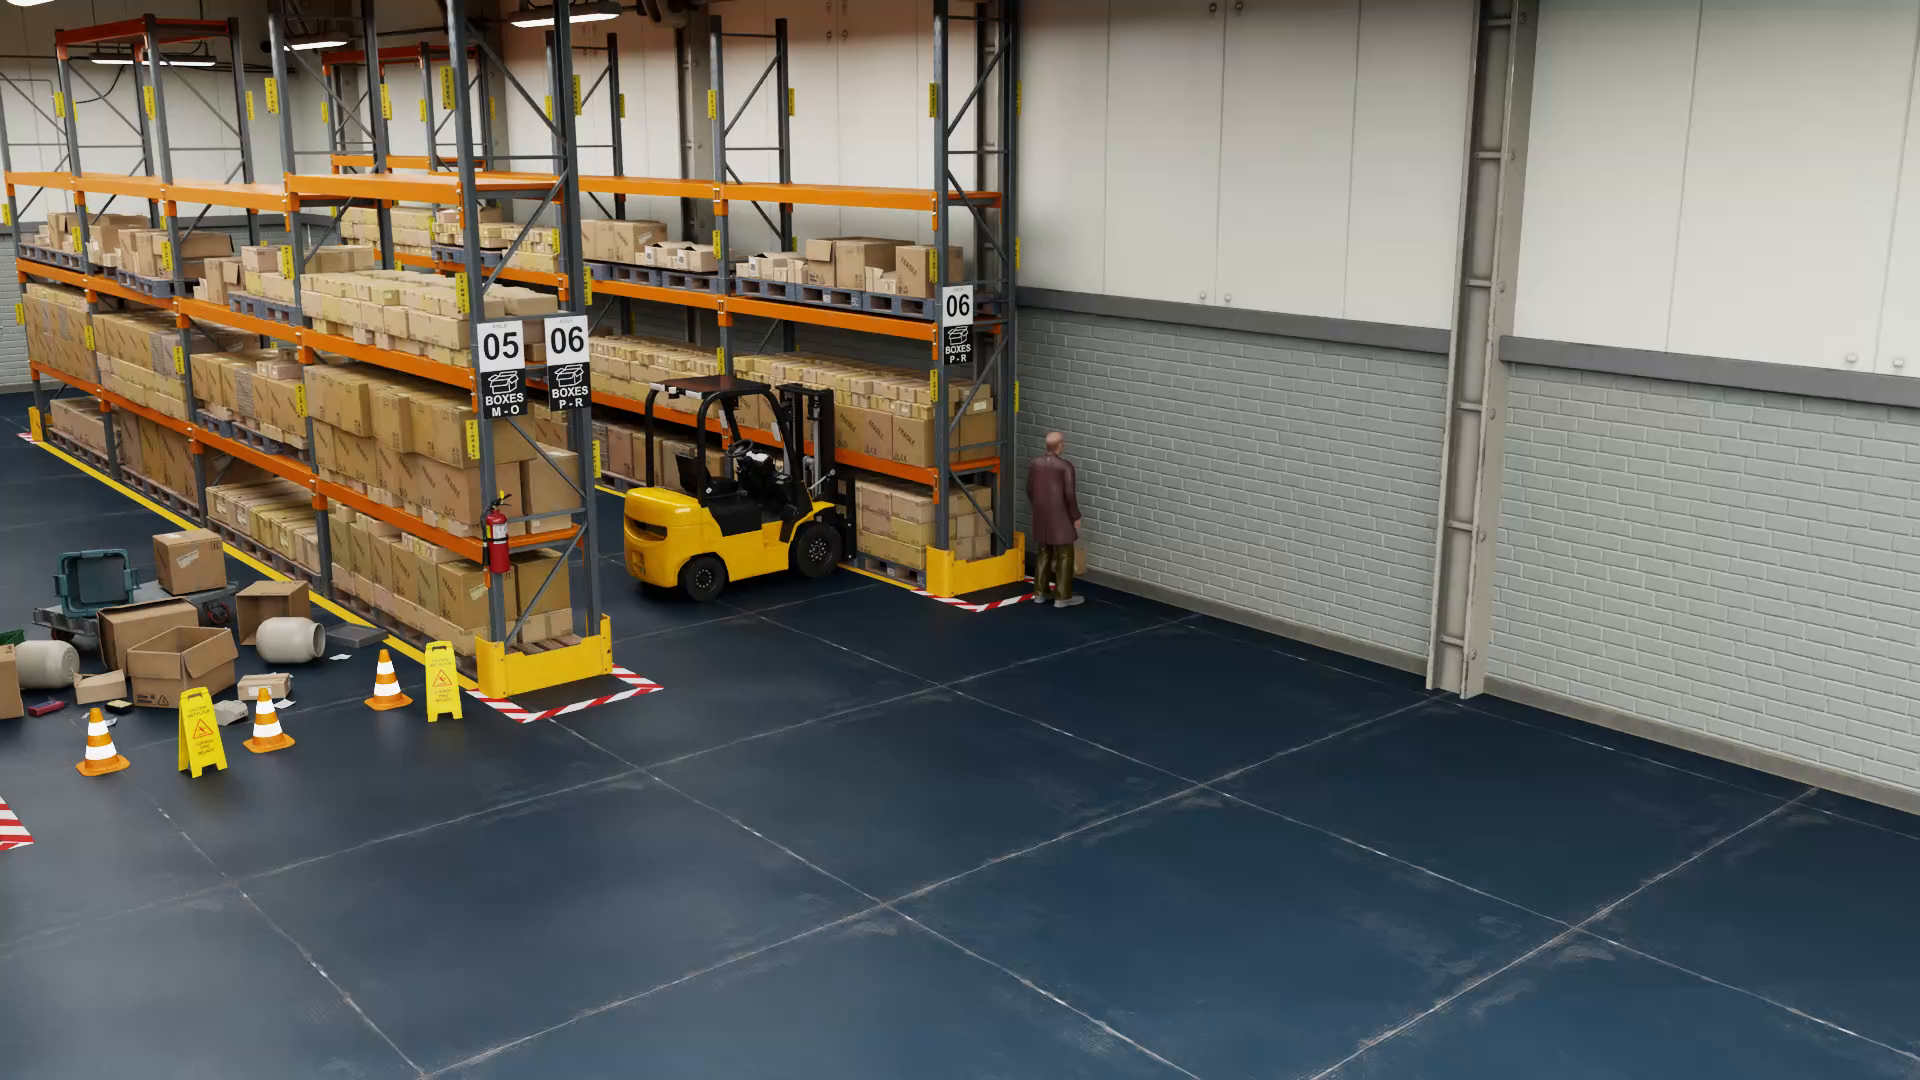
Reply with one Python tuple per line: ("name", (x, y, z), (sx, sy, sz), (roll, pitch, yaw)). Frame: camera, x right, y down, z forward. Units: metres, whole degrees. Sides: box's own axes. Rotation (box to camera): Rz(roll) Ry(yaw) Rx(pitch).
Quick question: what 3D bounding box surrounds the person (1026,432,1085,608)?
("person", (0.953, -0.220, 16.918), (0.596, 1.776, 0.424), (11, 18, 39))
